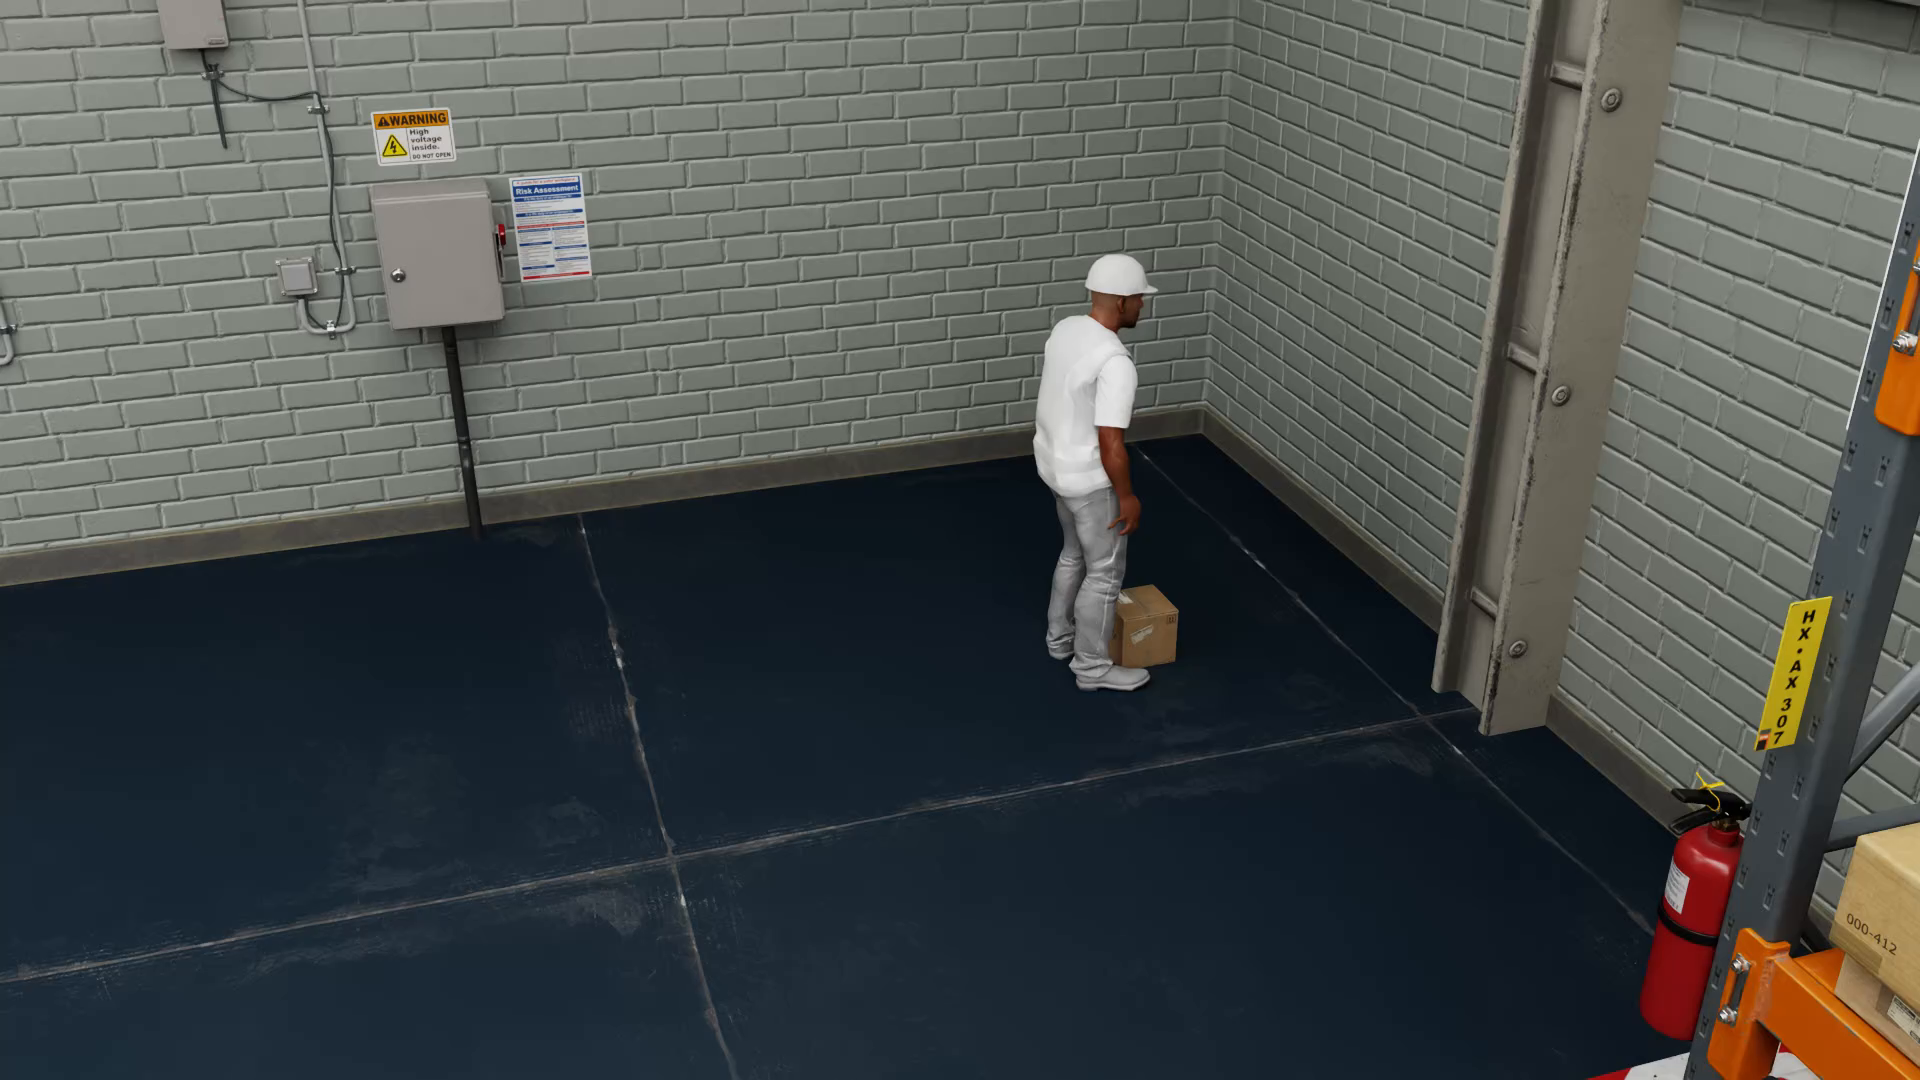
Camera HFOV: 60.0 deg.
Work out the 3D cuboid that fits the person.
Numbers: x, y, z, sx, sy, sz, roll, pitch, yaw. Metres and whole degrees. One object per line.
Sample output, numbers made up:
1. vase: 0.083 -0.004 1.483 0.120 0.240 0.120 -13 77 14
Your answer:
1. person: 0.544 -0.271 6.645 0.463 1.760 0.634 -9 27 -17
